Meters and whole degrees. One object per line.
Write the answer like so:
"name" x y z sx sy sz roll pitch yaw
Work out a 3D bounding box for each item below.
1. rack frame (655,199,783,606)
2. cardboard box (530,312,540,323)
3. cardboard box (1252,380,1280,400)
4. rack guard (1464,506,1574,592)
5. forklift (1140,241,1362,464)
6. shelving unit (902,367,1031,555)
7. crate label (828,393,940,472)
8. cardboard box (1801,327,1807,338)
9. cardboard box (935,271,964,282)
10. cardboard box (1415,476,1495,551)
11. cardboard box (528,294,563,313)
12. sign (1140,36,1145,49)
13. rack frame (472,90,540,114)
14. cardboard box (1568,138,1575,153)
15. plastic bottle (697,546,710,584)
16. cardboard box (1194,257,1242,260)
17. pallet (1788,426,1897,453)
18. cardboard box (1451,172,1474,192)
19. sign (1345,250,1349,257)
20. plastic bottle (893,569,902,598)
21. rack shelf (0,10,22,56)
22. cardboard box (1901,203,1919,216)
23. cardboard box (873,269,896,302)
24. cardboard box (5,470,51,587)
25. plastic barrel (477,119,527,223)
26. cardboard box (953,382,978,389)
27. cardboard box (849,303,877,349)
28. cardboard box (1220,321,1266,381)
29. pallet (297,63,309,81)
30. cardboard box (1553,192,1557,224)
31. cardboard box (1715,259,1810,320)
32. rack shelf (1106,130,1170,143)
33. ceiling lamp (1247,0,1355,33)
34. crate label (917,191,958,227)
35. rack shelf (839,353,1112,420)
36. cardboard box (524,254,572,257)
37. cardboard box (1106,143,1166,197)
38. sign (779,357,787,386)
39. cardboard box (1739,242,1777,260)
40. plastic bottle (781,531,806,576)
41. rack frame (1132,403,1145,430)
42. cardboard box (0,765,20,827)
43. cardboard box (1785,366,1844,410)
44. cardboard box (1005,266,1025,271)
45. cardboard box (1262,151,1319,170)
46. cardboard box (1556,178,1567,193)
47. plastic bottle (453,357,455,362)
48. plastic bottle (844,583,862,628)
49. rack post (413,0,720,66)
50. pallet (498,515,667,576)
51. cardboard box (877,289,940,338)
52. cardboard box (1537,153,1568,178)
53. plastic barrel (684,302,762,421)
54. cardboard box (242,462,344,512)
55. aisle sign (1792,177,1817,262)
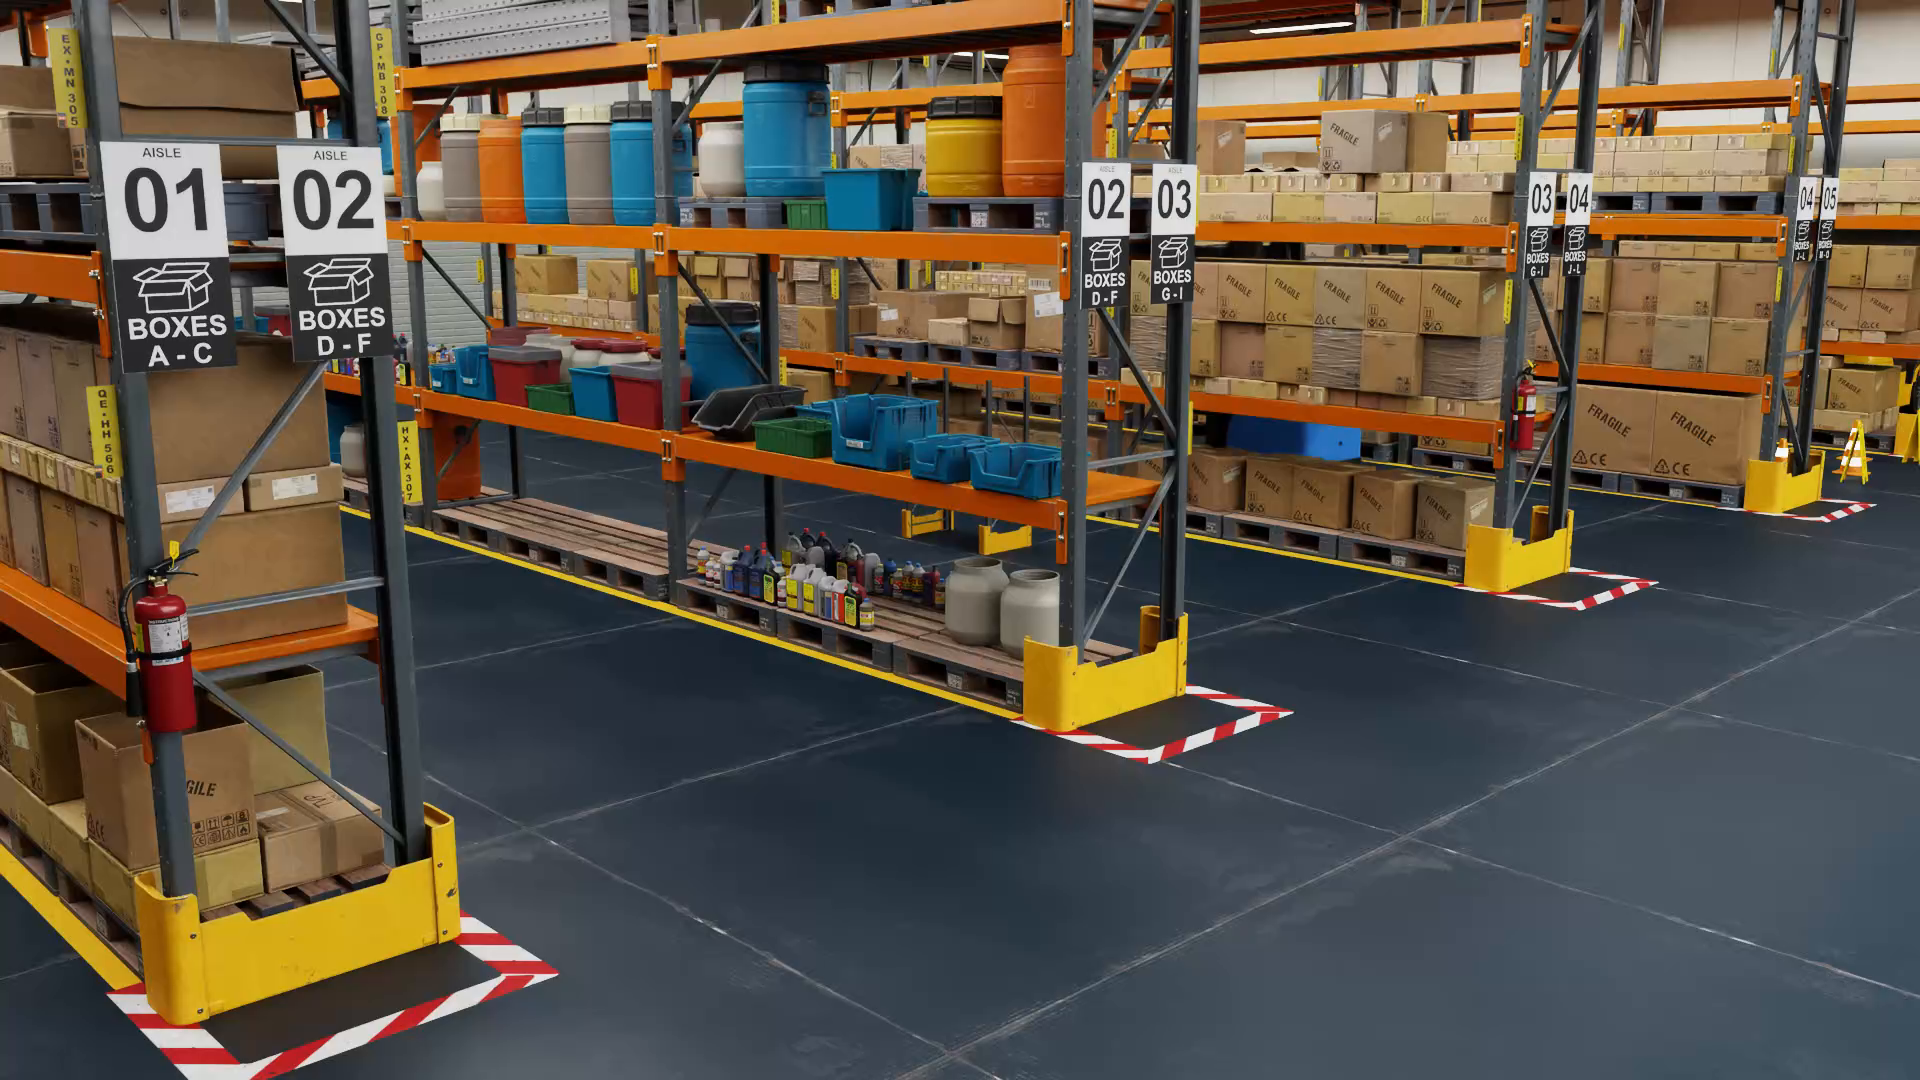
"rack frame" -1.791 -1.045 12.552 1.000 3.000 0.127 -11 16 -43
"cardboard box" -5.778 -3.116 23.226 0.380 0.149 0.250 -11 16 -44
"cardboard box" 2.768 -1.322 14.518 0.380 0.149 0.250 -11 16 -43
"rack guard" 4.501 0.061 13.374 1.175 0.500 0.348 -11 16 -43
"forklift" 2.893 -2.169 18.175 1.130 2.935 3.031 -11 16 -42
"shelving unit" 0.053 -0.723 14.706 0.587 1.500 1.083 -11 16 -43
"crate label" -0.495 -0.710 10.836 0.502 0.435 0.616 -11 16 -43
"cardboard box" 10.617 -2.587 20.656 0.380 0.149 0.250 -11 16 -42
"cardboard box" -0.137 -3.832 24.185 0.380 0.149 0.250 -10 15 -40
"cardboard box" 4.135 -0.227 13.732 0.500 0.500 0.500 -7 14 -32
"cardboard box" -5.651 -3.303 23.143 0.500 0.250 0.500 11 16 43
"sign" 2.301 -6.353 20.937 0.100 0.325 0.005 -11 16 -43
"rack frame" -6.495 -6.425 23.797 1.000 3.000 0.127 -11 16 -43
"cardboard box" 6.505 -4.081 17.209 0.380 0.149 0.250 -11 16 -43
"plastic bottle" -1.888 0.183 12.261 0.097 0.271 0.097 0 12 0
"cardboard box" 2.301 -2.393 15.628 0.500 0.500 0.500 -11 16 -43
"pallet" 11.133 -1.302 20.706 1.003 0.211 1.213 -11 16 -43
"cardboard box" 4.042 -2.794 12.990 0.250 0.149 0.380 11 16 43
"sign" 5.797 -4.190 24.944 0.100 0.325 0.005 -11 16 -43
"plastic bottle" -0.429 0.306 11.835 0.097 0.201 0.097 0 12 0
"rack shelf" -6.757 -3.038 10.129 1.077 0.370 4.000 -11 16 -43
"cardboard box" 11.273 -3.892 19.558 0.380 0.149 0.250 -11 16 -42
"cardboard box" -0.972 -3.881 25.332 0.500 0.500 0.500 11 16 44
"cardboard box" -3.998 -0.116 7.795 0.700 0.500 0.500 -10 15 -41
"plastic barrel" -3.691 -3.063 13.847 0.600 0.830 0.708 -11 16 -43
"cardboard box" 0.242 -2.416 24.359 0.500 0.500 0.500 -10 15 -40
"cardboard box" -1.110 -2.477 19.254 0.500 0.500 0.500 -10 15 -41
"cardboard box" 2.796 -1.719 14.837 0.875 0.500 0.500 -11 16 -43
"pallet" -6.722 -4.746 17.108 1.003 0.211 1.213 -11 16 -43
"cardboard box" 4.408 -2.654 13.297 0.500 0.250 0.500 -10 15 -41
"cardboard box" 7.983 -2.490 16.517 0.875 0.550 0.550 -11 16 -43
"rack shelf" 2.053 -6.966 29.196 1.077 0.370 4.000 -11 16 -43
"ceiling lamp" 6.011 -10.345 28.357 0.800 3.185 2.000 -11 16 -43
"crate label" -0.082 -2.177 10.980 0.502 0.251 0.408 -11 16 -43
"rack shelf" 0.410 -1.675 17.391 1.077 0.370 4.000 -11 16 -43
"cardboard box" -5.969 -3.892 24.145 0.500 0.500 0.500 -11 16 -42
"cardboard box" 1.539 -3.543 15.946 0.637 0.503 0.797 11 16 42
"sign" -1.385 -1.256 12.888 0.100 0.325 0.005 -11 16 -43
"cardboard box" 10.196 -3.488 20.947 0.700 0.500 0.500 -11 16 -43
"plastic bottle" -1.242 0.110 12.416 0.144 0.351 0.185 -11 16 -43
"rack frame" 2.686 -2.996 22.019 1.000 3.000 0.127 -11 16 -43
"cardboard box" -4.242 1.115 7.840 0.500 0.250 0.500 -11 16 -43
"cardboard box" 10.617 -1.915 20.689 0.500 0.500 0.500 -10 15 -40
"cardboard box" 1.165 -4.737 30.222 0.500 0.500 0.500 -11 16 -43
"cardboard box" 4.089 -4.554 20.611 0.500 0.500 0.500 -11 16 -43
"cardboard box" 6.335 -3.727 17.467 0.380 0.149 0.250 -11 16 -43
"plastic bottle" -4.728 -1.655 15.820 0.152 0.276 0.135 -11 16 -43
"plastic bottle" -0.708 0.432 11.023 0.061 0.283 0.133 -10 16 -41
"rack post" -3.213 -4.357 13.263 1.013 1.000 3.121 -11 16 -43
"pallet" -3.208 0.033 14.228 1.003 0.211 1.213 -11 16 -43
"cardboard box" -0.569 -2.501 18.328 0.500 0.500 0.500 9 15 38
"cardboard box" 6.282 -3.951 17.566 0.500 0.250 0.500 -11 16 -43
"plastic barrel" -1.838 -1.389 12.980 0.600 0.901 0.708 -11 16 -43
"cardboard box" -2.729 -0.226 6.719 0.380 0.149 0.250 -11 16 -43
"aisle sign" 8.043 -3.049 15.836 0.394 0.787 0.004 -11 16 -43
